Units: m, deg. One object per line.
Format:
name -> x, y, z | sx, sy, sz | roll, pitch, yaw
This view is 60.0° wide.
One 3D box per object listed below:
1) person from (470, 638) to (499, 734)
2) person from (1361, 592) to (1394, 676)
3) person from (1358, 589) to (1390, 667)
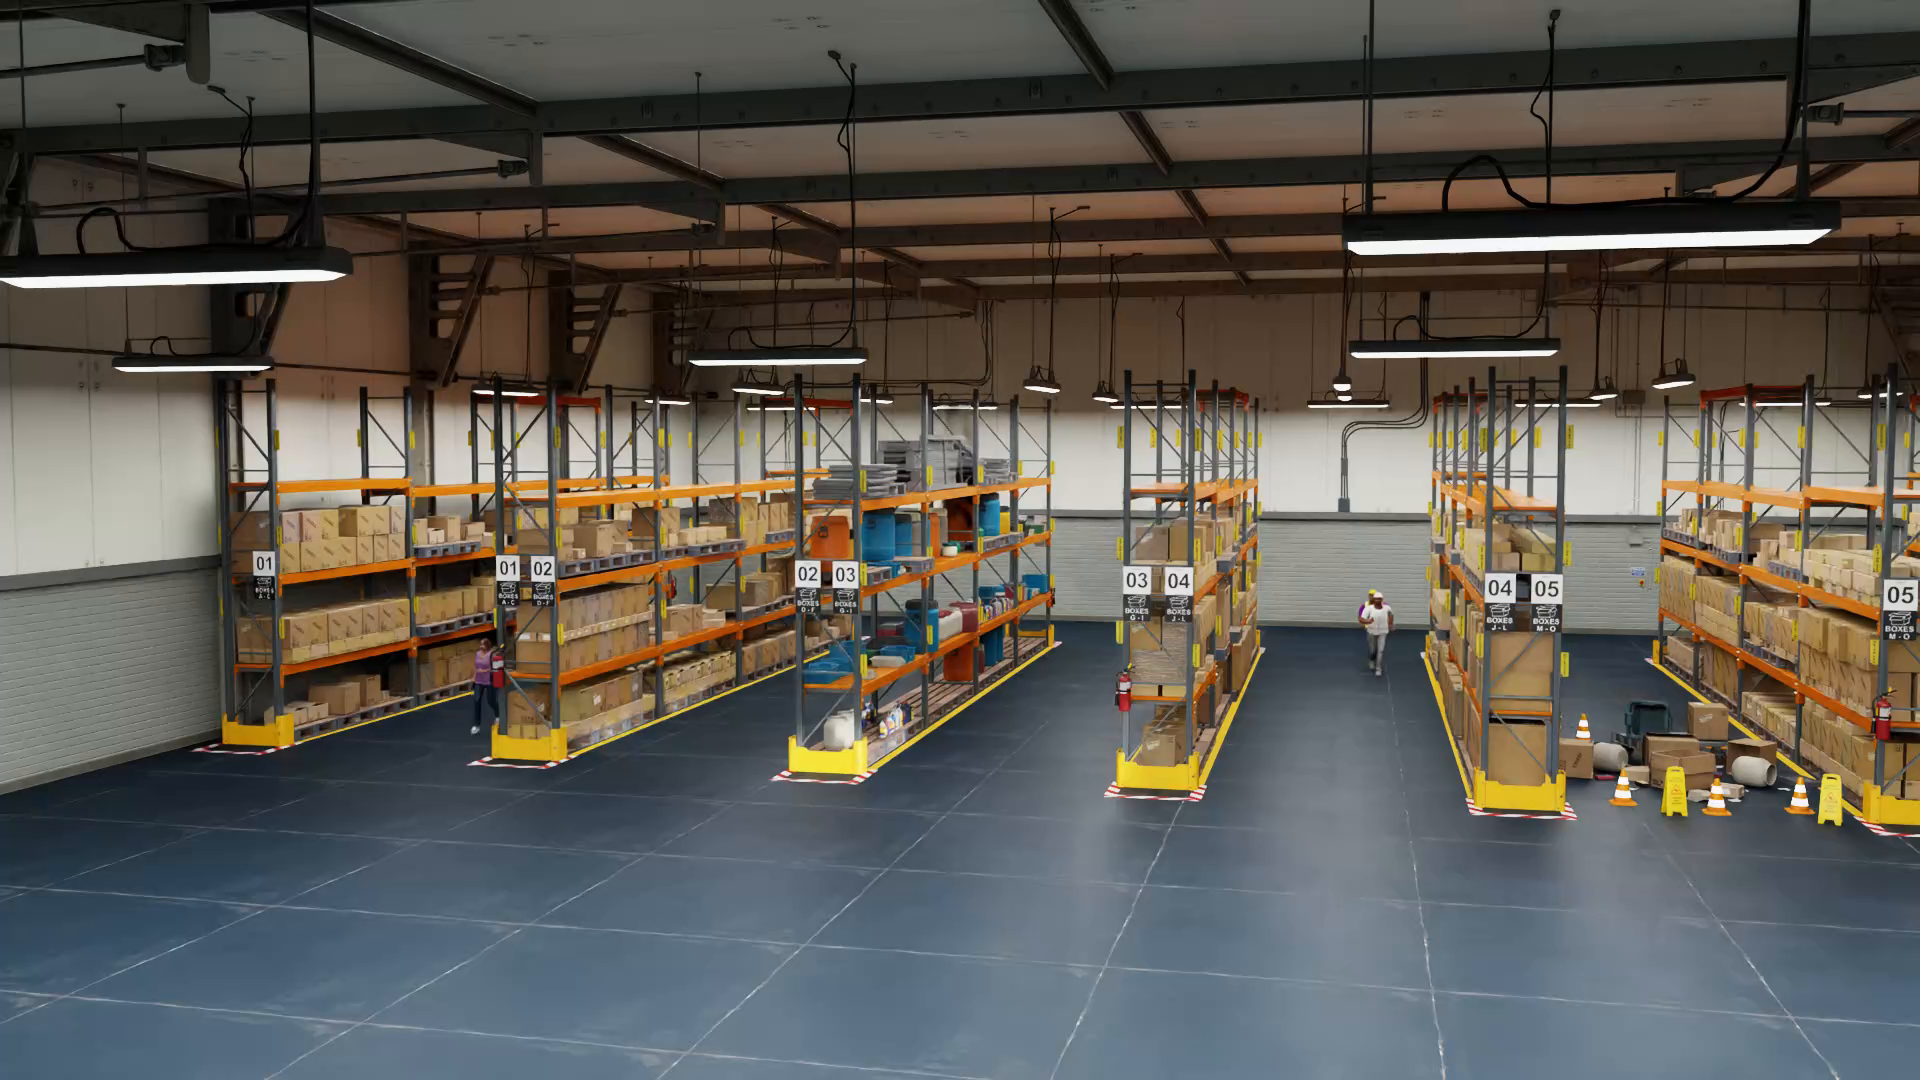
person -> -8.140, 2.469, 28.484 | 0.517, 1.596, 0.871 | 1, 4, 12
person -> 8.867, 1.978, 35.339 | 0.702, 1.747, 0.914 | 1, 3, 10
person -> 9.125, 1.948, 36.629 | 0.739, 1.719, 0.597 | 1, 4, 20
